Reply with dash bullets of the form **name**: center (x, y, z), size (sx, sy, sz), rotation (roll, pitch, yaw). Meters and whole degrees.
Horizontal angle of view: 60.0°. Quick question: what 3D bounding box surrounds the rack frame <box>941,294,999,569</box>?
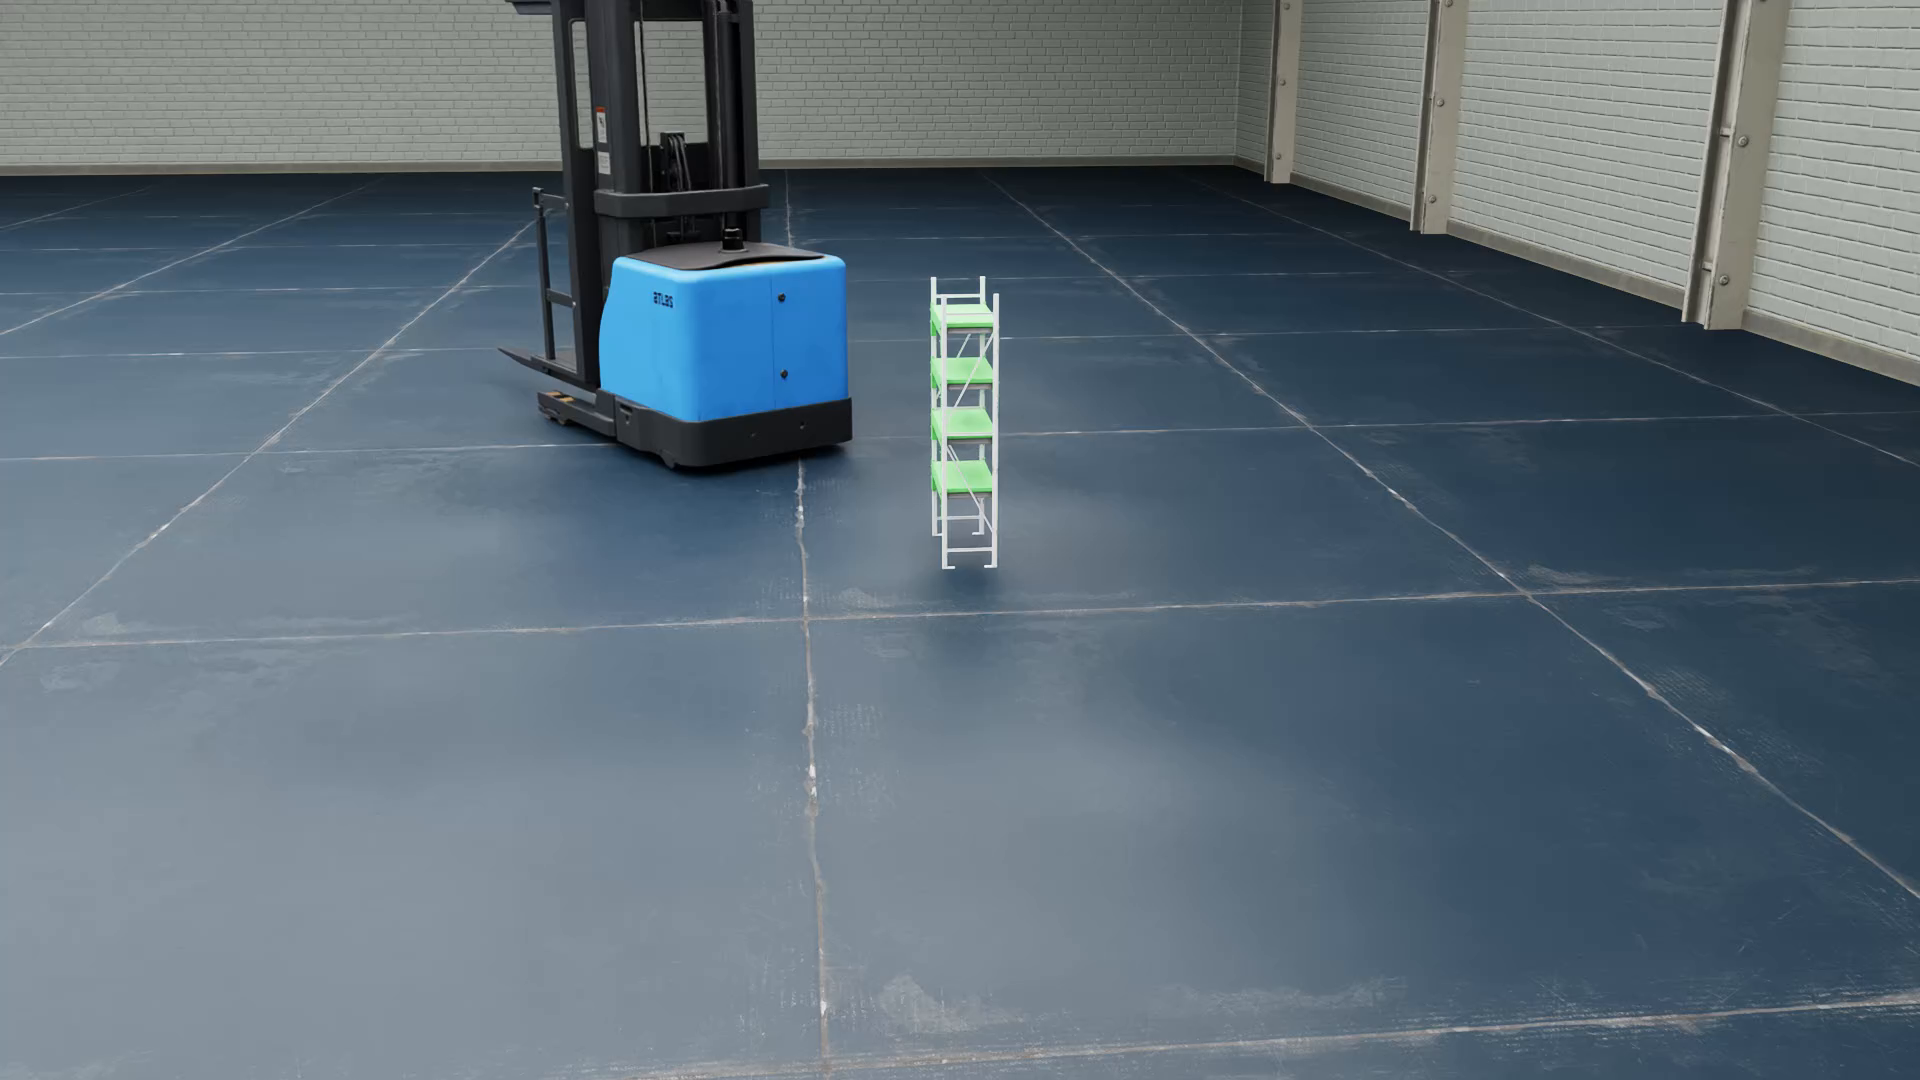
- **rack frame**: center (0.042, -0.450, 7.109), size (0.240, 1.200, 0.015), rotation (-2, 18, -6)

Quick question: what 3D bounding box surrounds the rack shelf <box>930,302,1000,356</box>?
- **rack shelf**: center (0.017, -0.920, 7.216), size (0.258, 0.148, 0.480), rotation (-2, 18, -6)

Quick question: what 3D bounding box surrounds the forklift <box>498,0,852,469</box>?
- **forklift**: center (-1.880, -2.154, 9.646), size (1.130, 2.935, 3.031), rotation (-13, 21, -35)

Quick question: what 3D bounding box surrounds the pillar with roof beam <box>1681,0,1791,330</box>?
- **pillar with roof beam**: center (1.629, -5.851, 11.290), size (9.100, 9.000, 0.400), rotation (-2, 18, -6)

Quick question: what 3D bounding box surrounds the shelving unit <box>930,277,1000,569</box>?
- **shelving unit**: center (0.017, -0.523, 7.340), size (0.258, 1.200, 0.503), rotation (-2, 18, -6)

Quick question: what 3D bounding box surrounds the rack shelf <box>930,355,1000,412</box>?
- **rack shelf**: center (0.017, -0.691, 7.288), size (0.258, 0.148, 0.480), rotation (-2, 18, -6)

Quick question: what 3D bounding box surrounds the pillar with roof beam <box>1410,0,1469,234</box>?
- **pillar with roof beam**: center (1.011, -7.639, 16.984), size (9.100, 9.000, 0.400), rotation (-2, 18, -6)

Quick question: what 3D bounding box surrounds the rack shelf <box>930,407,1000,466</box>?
- **rack shelf**: center (0.017, -0.462, 7.359), size (0.258, 0.148, 0.480), rotation (-2, 18, -6)

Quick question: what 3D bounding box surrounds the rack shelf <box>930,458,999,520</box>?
- **rack shelf**: center (0.017, -0.233, 7.431), size (0.258, 0.148, 0.480), rotation (-2, 18, -6)

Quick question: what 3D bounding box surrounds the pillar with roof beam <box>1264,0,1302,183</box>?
- **pillar with roof beam**: center (0.392, -9.426, 22.678), size (9.100, 9.000, 0.400), rotation (-2, 18, -6)

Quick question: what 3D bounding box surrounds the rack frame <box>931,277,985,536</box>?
- **rack frame**: center (-0.008, -0.596, 7.572), size (0.240, 1.200, 0.015), rotation (-2, 18, -6)
